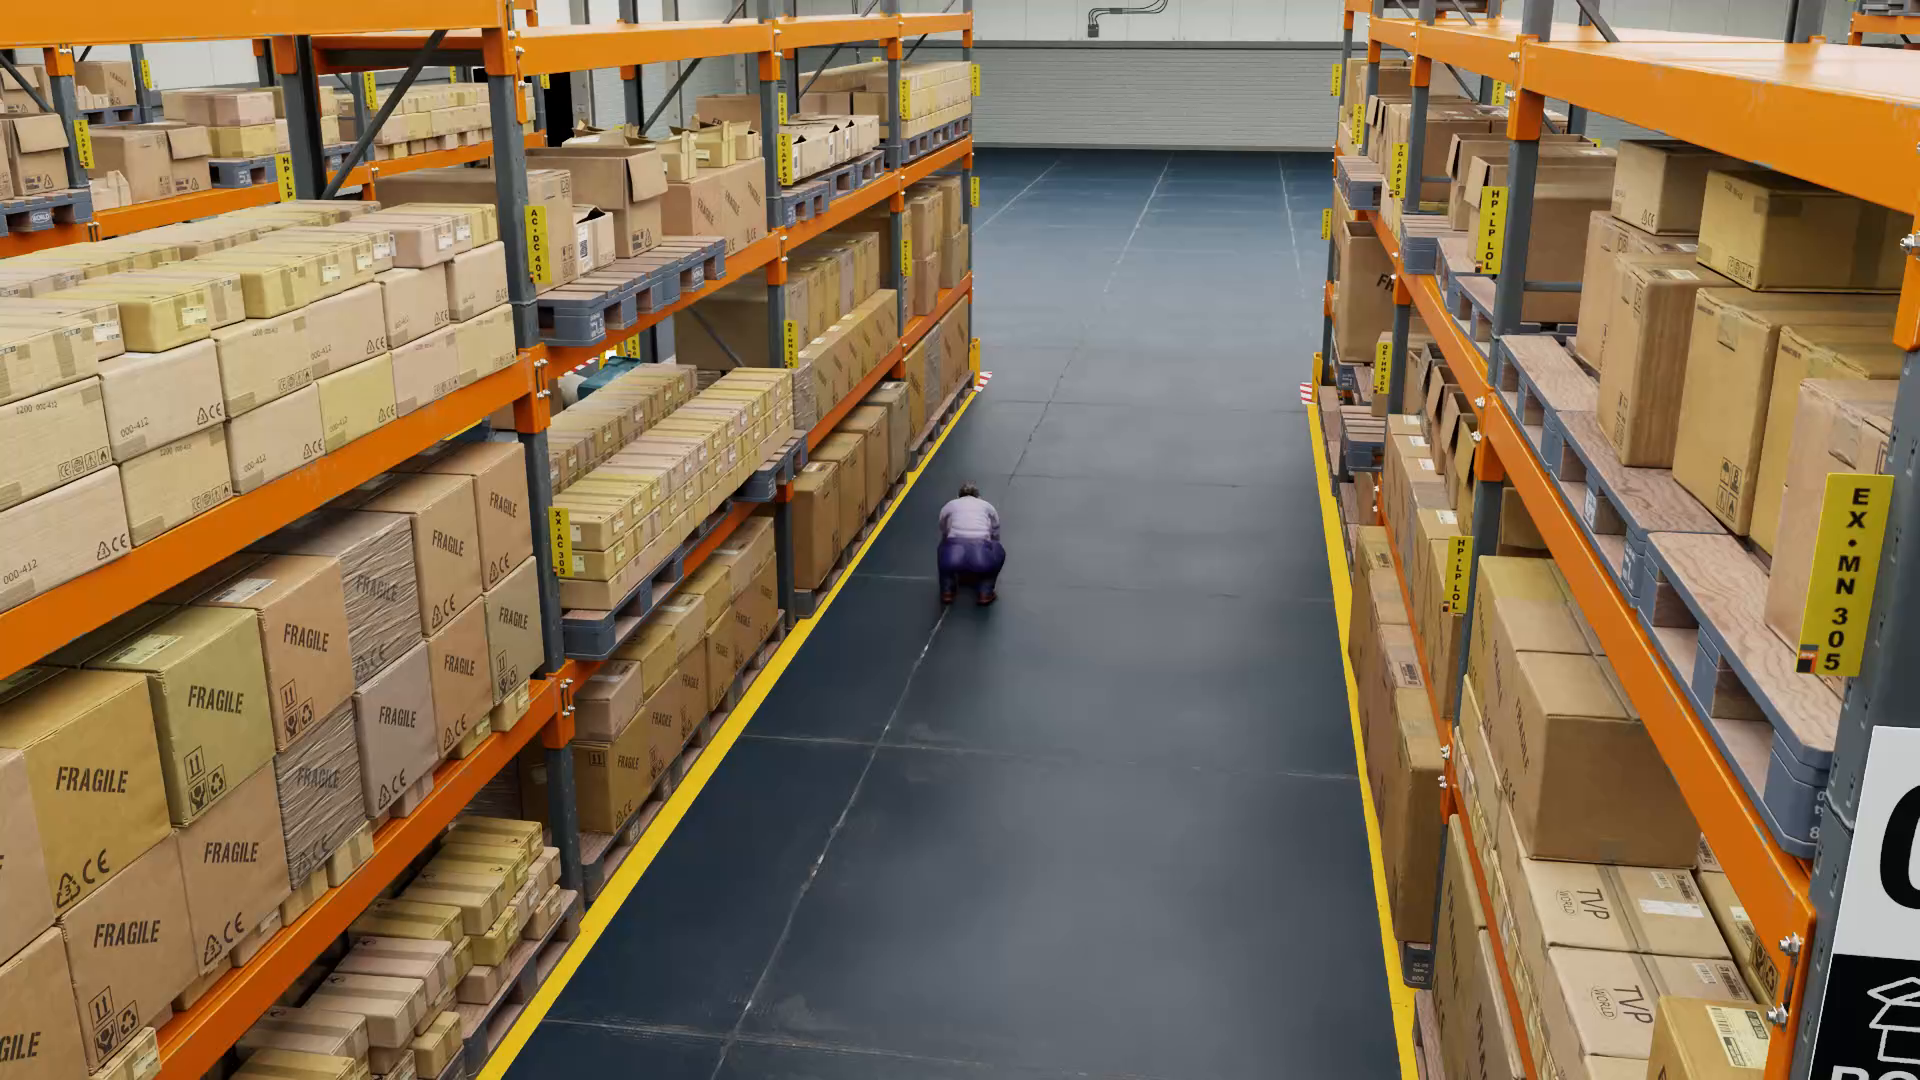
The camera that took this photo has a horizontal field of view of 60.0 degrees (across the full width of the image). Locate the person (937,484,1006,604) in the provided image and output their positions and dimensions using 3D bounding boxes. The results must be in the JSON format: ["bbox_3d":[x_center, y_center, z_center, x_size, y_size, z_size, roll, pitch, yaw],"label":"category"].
[{"bbox_3d":[0.071,0.056,12.425,0.529,0.808,0.837,3,18,8],"label":"person"}]
